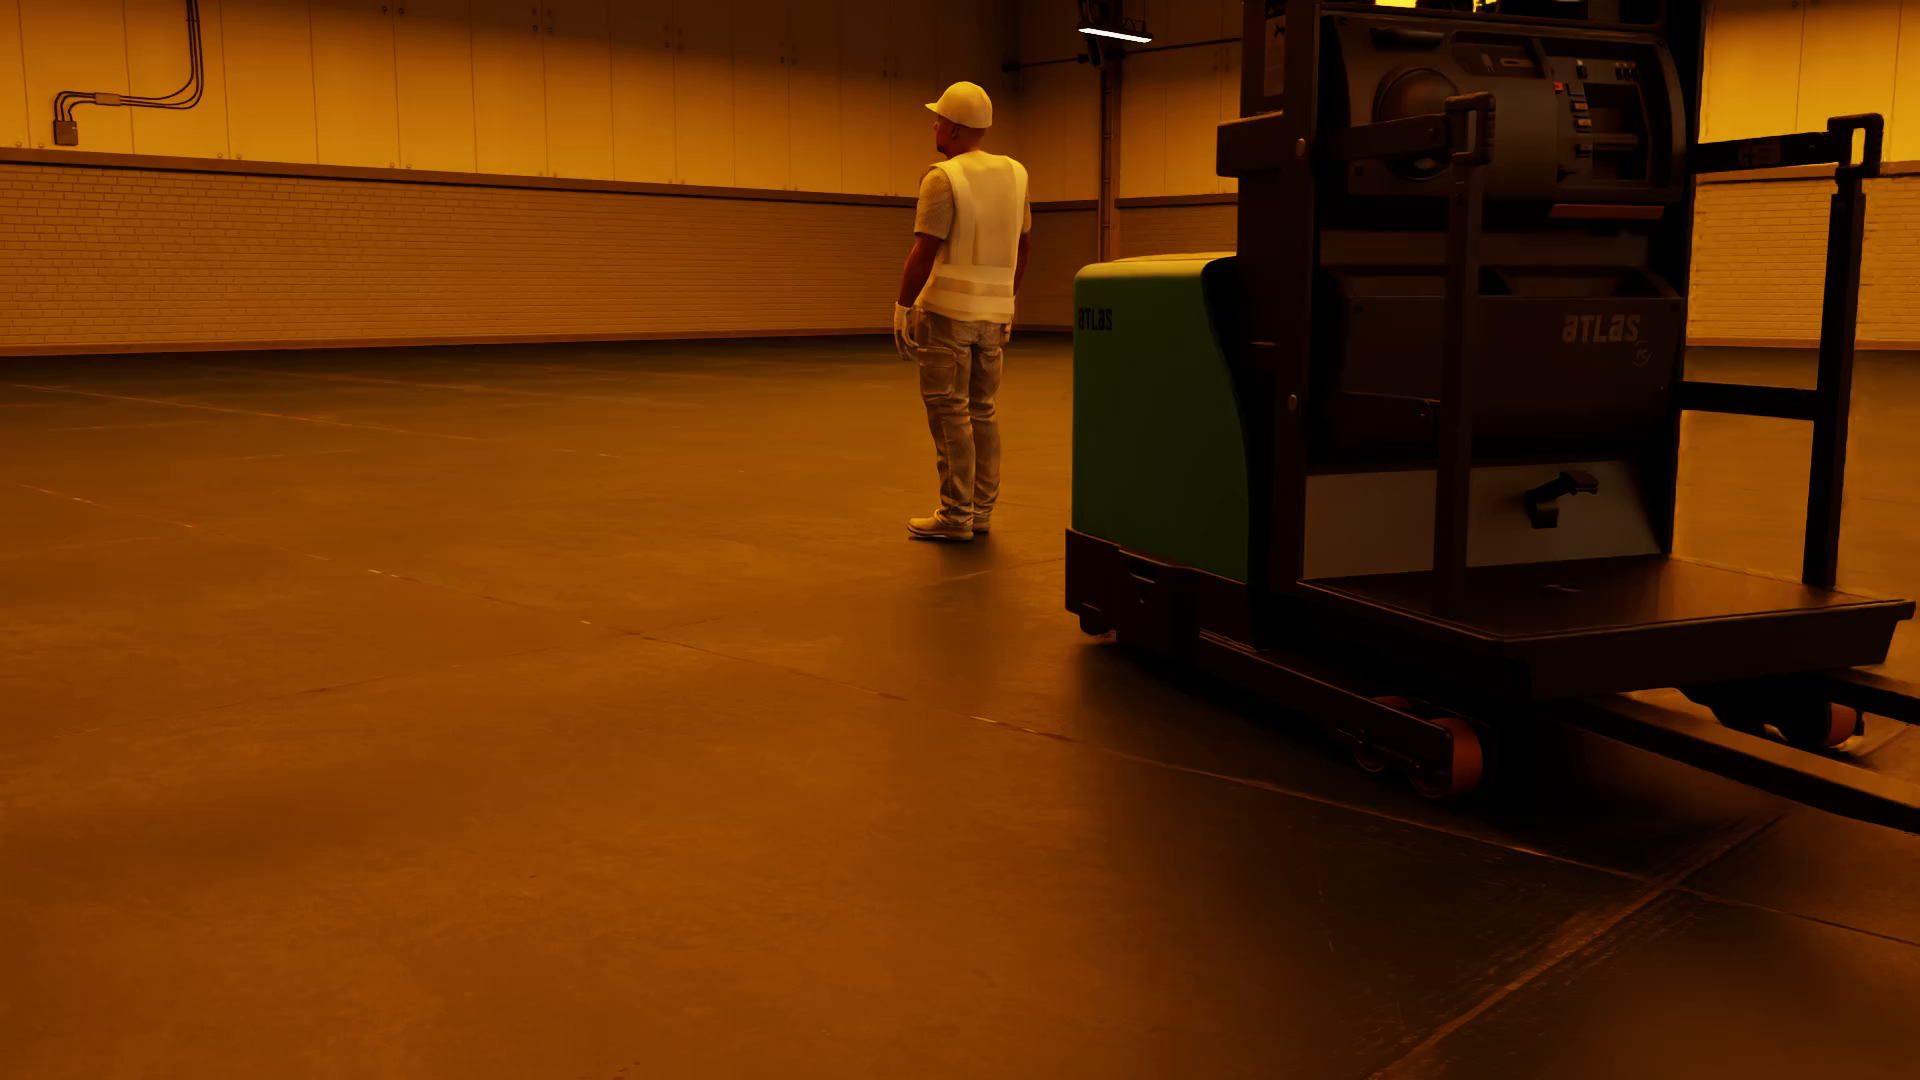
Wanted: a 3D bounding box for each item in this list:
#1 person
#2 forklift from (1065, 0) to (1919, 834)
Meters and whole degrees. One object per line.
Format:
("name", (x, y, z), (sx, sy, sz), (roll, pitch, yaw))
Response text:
("person", (-0.047, -0.897, 6.639), (0.575, 1.784, 0.656), (8, 12, 43))
("forklift", (1.323, -1.004, 3.541), (1.130, 2.935, 3.031), (-3, 9, -21))
